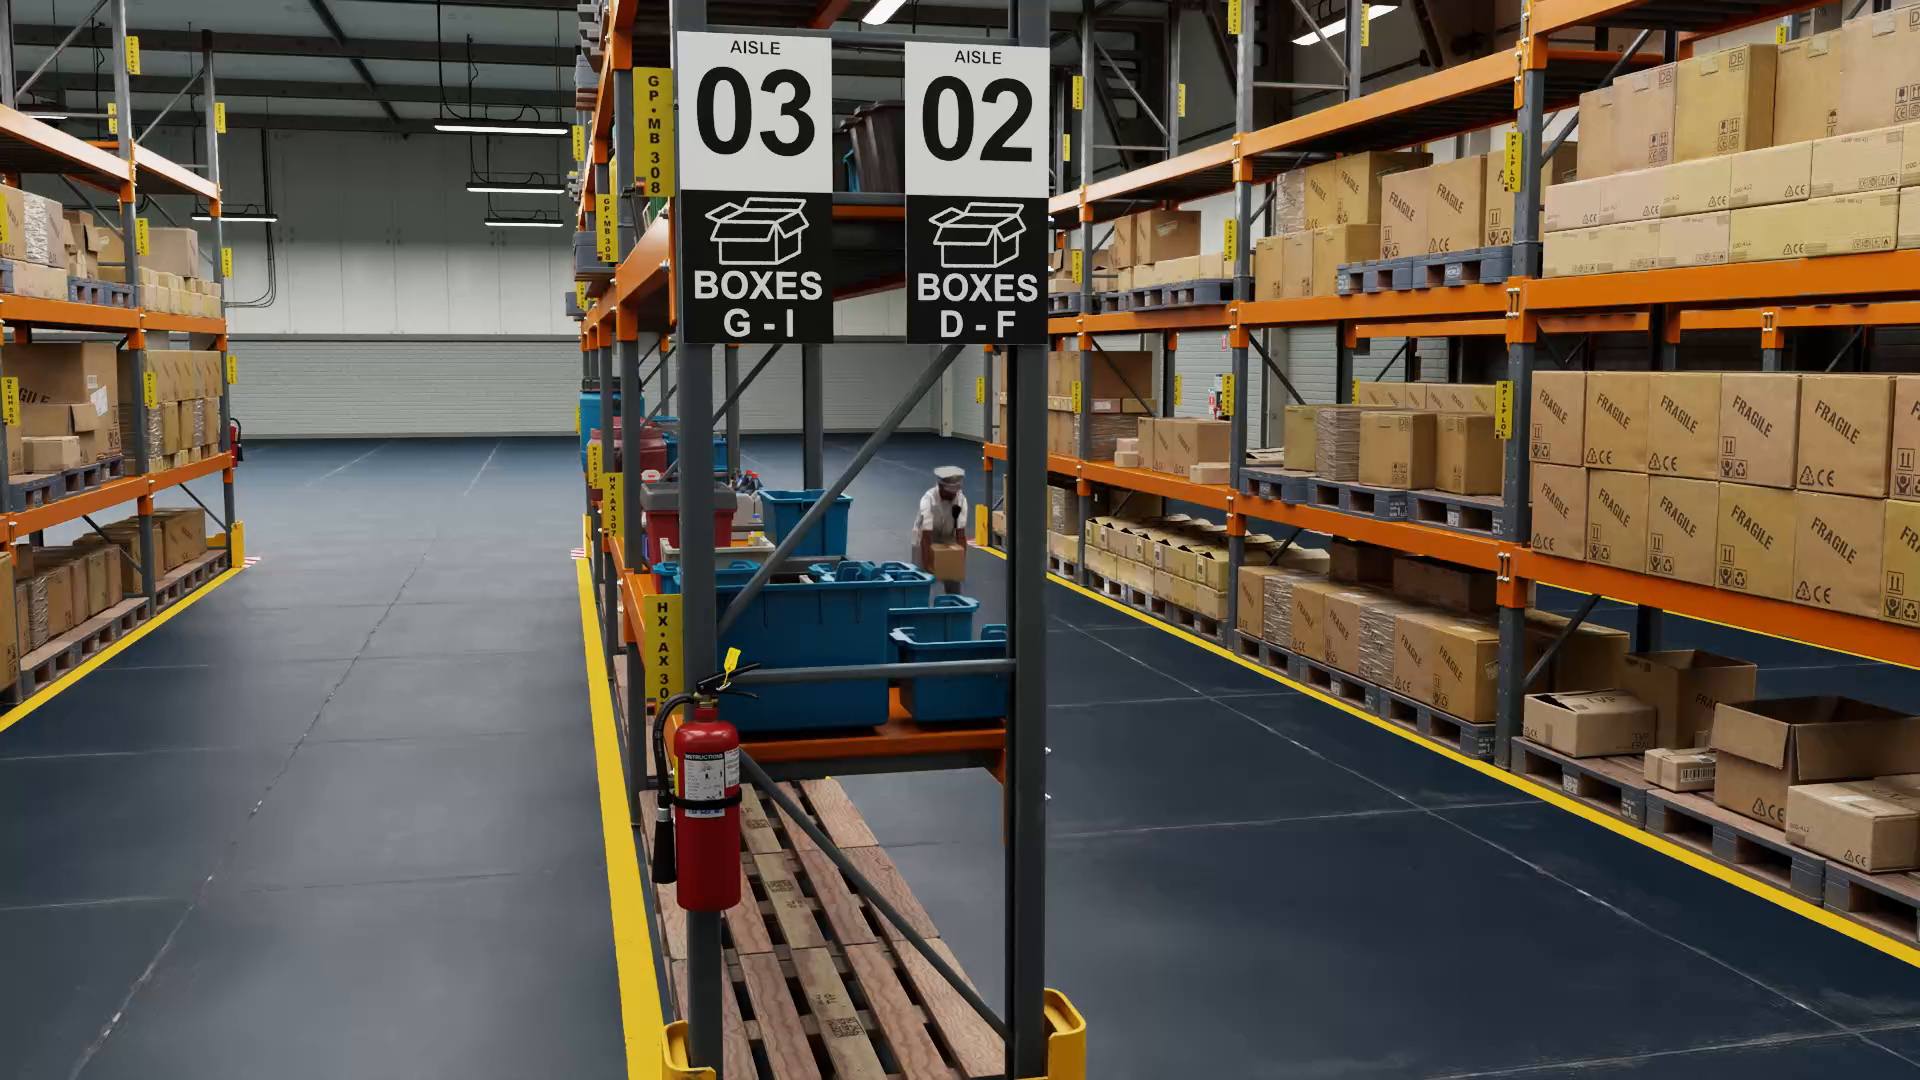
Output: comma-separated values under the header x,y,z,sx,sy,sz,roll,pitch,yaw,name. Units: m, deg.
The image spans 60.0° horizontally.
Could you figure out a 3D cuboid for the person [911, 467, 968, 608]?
x,y,z,sx,sy,sz,roll,pitch,yaw,name
-0.152,0.154,13.495,0.411,1.516,0.715,-2,6,-15,person
